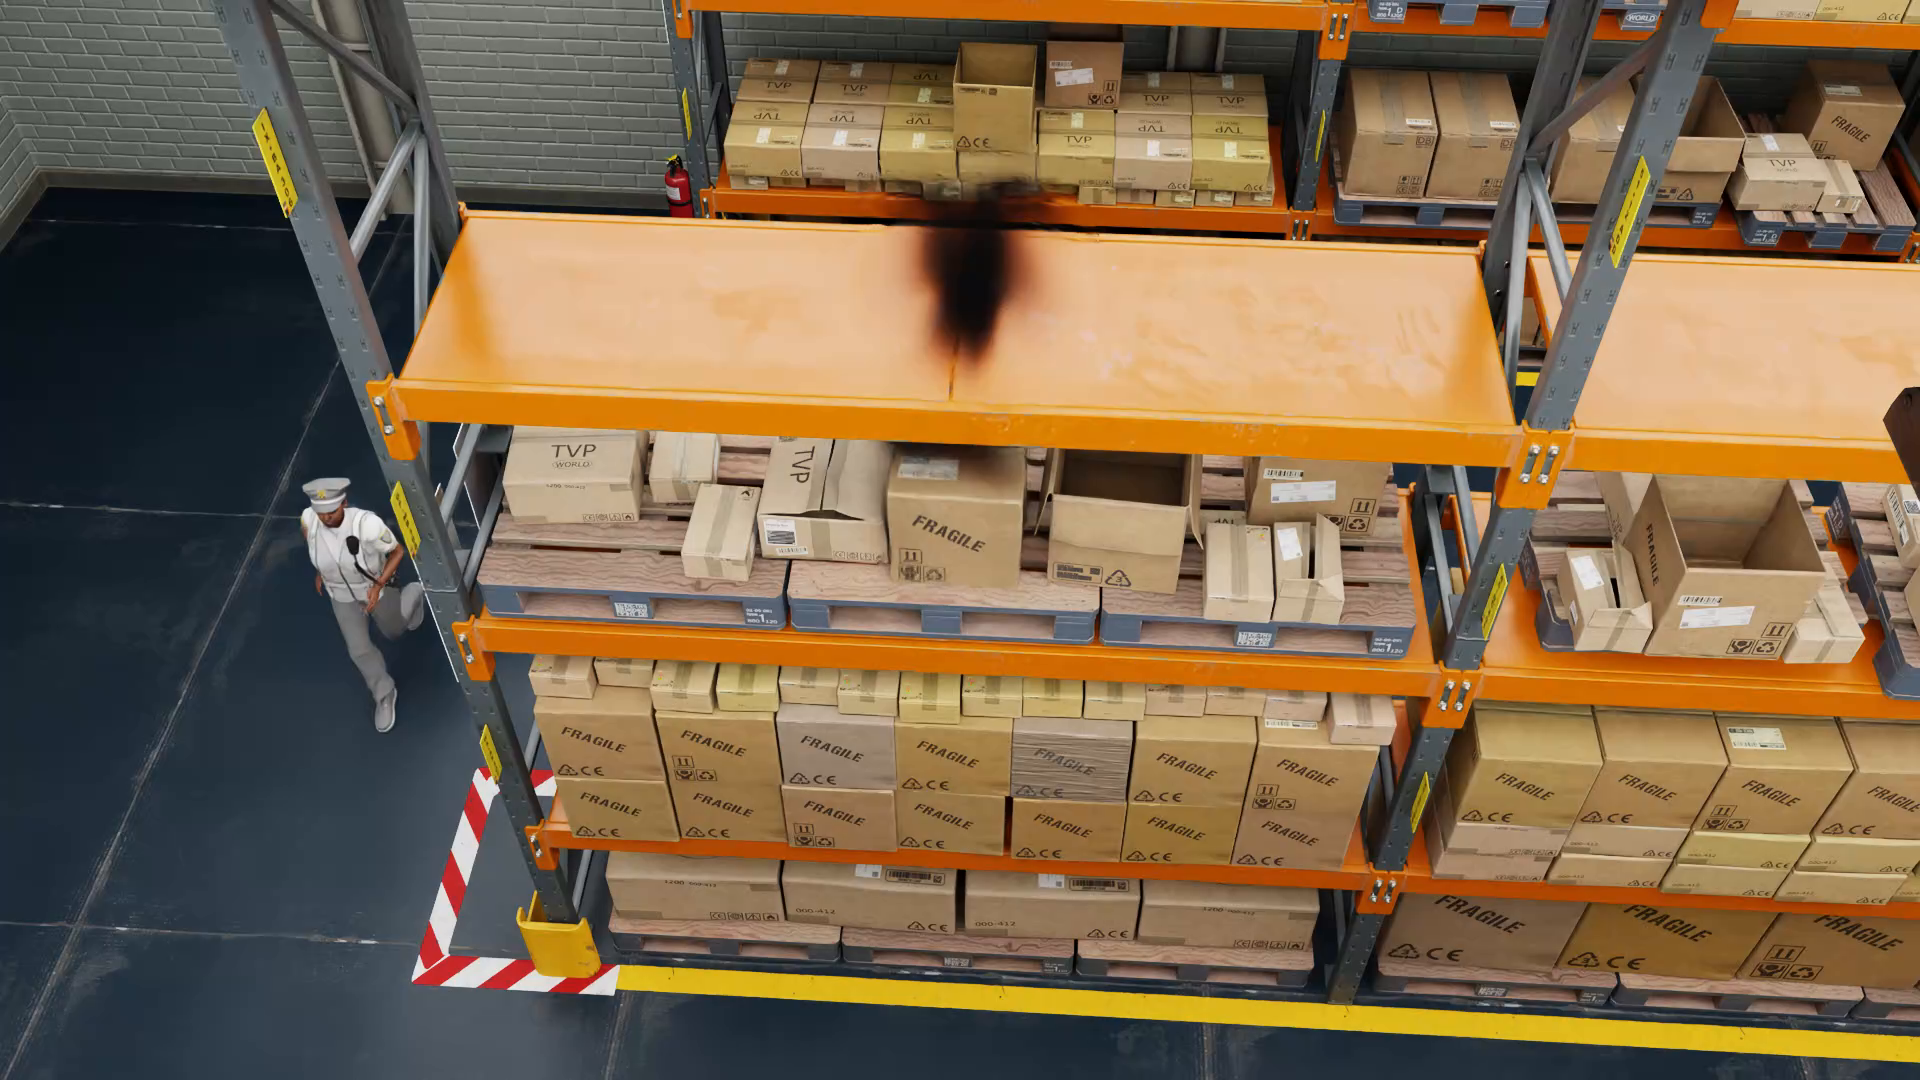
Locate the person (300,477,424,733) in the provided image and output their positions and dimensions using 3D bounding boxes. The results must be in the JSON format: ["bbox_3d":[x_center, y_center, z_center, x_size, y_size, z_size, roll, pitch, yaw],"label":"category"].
[{"bbox_3d":[-3.373,0.239,9.401,0.584,1.704,0.886,0,48,0],"label":"person"}]
